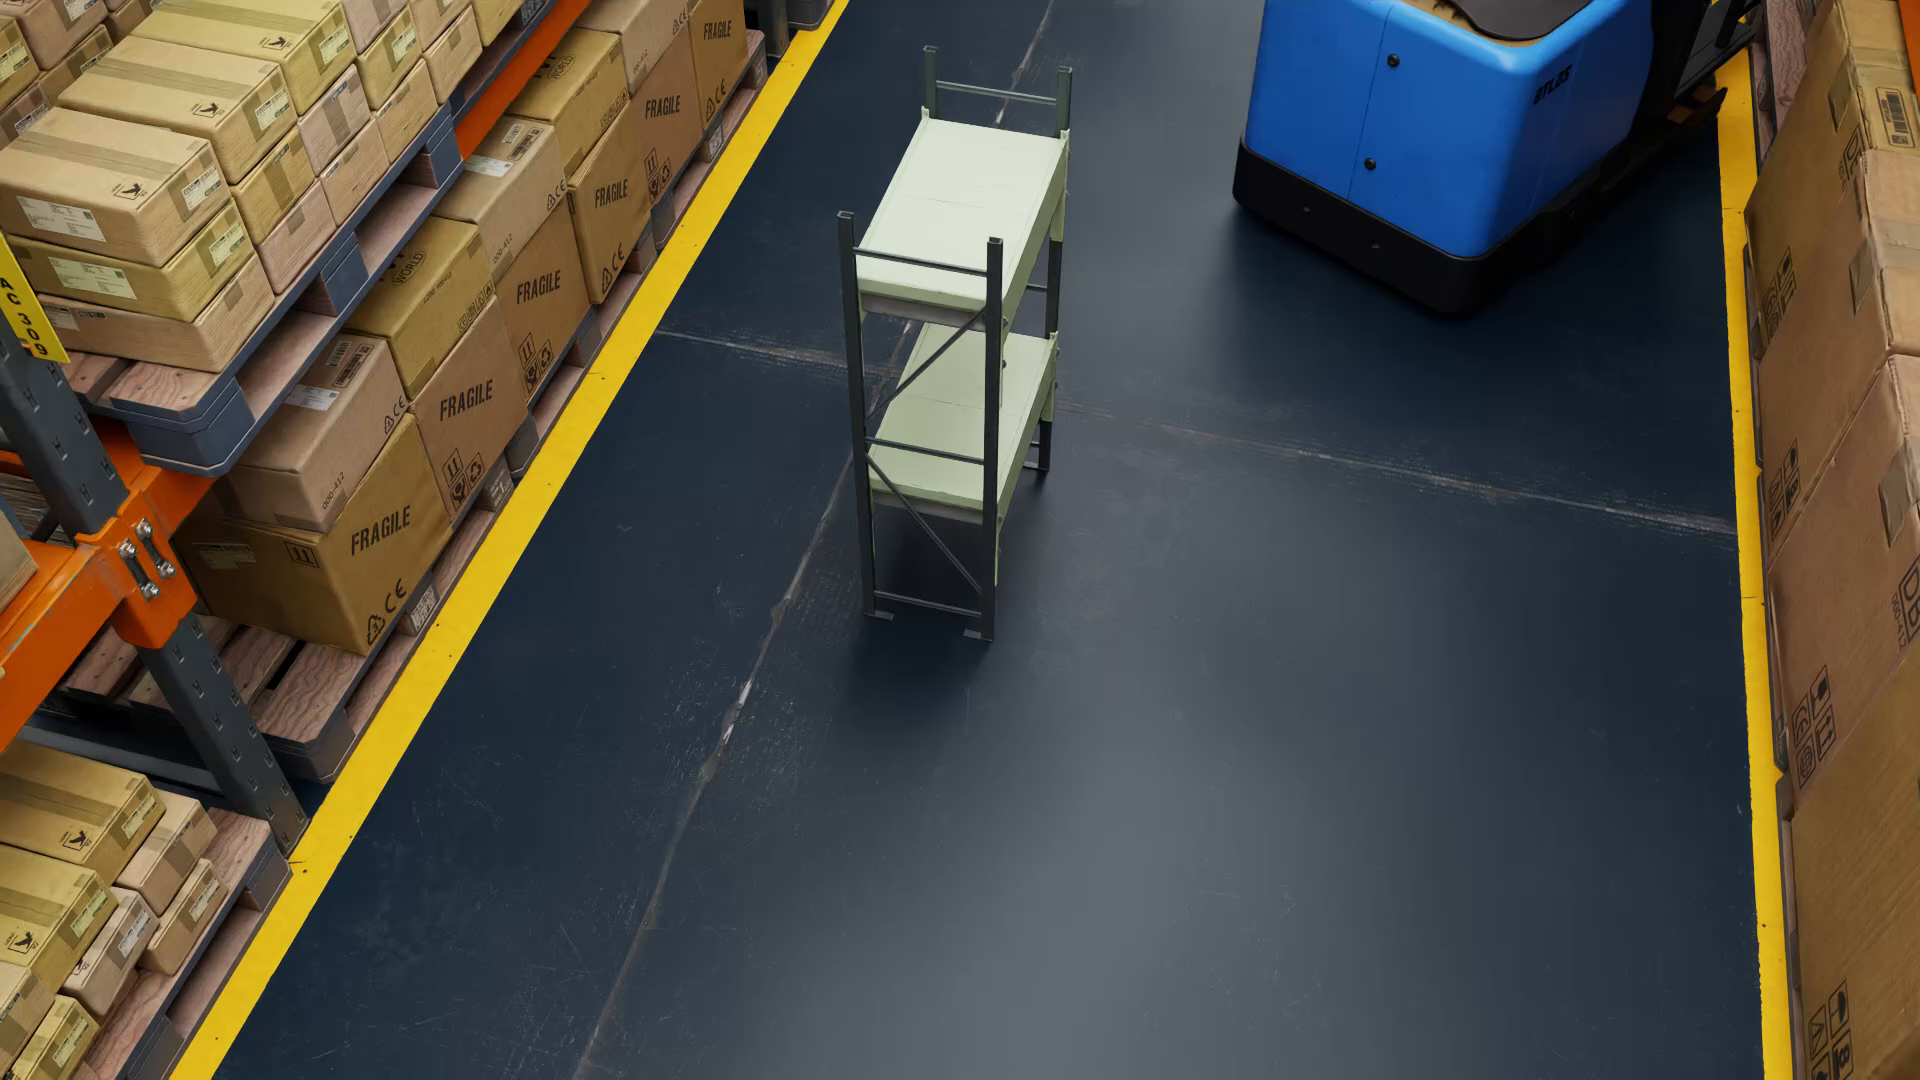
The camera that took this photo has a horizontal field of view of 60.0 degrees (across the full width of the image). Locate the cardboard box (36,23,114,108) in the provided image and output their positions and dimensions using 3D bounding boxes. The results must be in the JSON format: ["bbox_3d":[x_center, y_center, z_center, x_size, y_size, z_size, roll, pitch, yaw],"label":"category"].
[{"bbox_3d":[-2.229,-1.122,3.929,0.380,0.149,0.250,14,50,12],"label":"cardboard box"}]

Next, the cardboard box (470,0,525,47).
[{"bbox_3d":[-1.393,-1.467,4.432,0.380,0.149,0.250,11,49,9],"label":"cardboard box"}]

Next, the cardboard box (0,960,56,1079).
[{"bbox_3d":[-2.209,1.019,3.575,0.380,0.149,0.250,11,50,10],"label":"cardboard box"}]

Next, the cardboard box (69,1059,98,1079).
[{"bbox_3d":[-2.210,1.259,3.759,0.380,0.149,0.250,10,49,9],"label":"cardboard box"}]

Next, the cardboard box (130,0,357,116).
[{"bbox_3d":[-1.594,-1.106,3.716,0.380,0.149,0.250,12,50,10],"label":"cardboard box"}]

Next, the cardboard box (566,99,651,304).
[{"bbox_3d":[-1.411,-1.188,5.685,0.500,0.500,0.500,10,49,8],"label":"cardboard box"}]

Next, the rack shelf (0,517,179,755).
[{"bbox_3d":[-2.806,1.413,2.482,1.077,0.370,4.000,12,50,10],"label":"rack shelf"}]

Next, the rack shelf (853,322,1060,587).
[{"bbox_3d":[0.002,-0.285,4.936,0.431,0.370,0.720,12,50,10],"label":"rack shelf"}]

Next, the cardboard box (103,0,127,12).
[{"bbox_3d":[-2.153,-1.424,3.997,0.380,0.149,0.250,11,50,10],"label":"cardboard box"}]

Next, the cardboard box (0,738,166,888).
[{"bbox_3d":[-2.122,0.645,3.905,0.380,0.149,0.250,13,50,11],"label":"cardboard box"}]

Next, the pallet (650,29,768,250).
[{"bbox_3d":[-1.434,-1.677,6.589,1.003,0.211,1.213,12,50,10],"label":"pallet"}]

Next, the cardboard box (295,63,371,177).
[{"bbox_3d":[-1.598,-0.995,3.816,0.380,0.149,0.250,13,50,11],"label":"cardboard box"}]

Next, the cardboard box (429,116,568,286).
[{"bbox_3d":[-1.554,-1.067,5.078,0.500,0.250,0.500,13,50,11],"label":"cardboard box"}]

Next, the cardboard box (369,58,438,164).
[{"bbox_3d":[-1.528,-1.085,4.094,0.380,0.149,0.250,12,50,10],"label":"cardboard box"}]

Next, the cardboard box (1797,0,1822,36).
[{"bbox_3d":[3.823,-2.324,6.674,0.700,0.500,0.500,8,49,7],"label":"cardboard box"}]

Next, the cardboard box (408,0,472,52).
[{"bbox_3d":[-1.461,-1.378,4.155,0.380,0.149,0.250,13,50,12],"label":"cardboard box"}]

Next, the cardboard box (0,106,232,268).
[{"bbox_3d":[-1.732,-0.718,3.374,0.380,0.149,0.250,14,50,12],"label":"cardboard box"}]

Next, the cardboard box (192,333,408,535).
[{"bbox_3d":[-1.830,-0.314,4.413,0.500,0.250,0.500,10,49,8],"label":"cardboard box"}]

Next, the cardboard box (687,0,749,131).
[{"bbox_3d":[-1.147,-1.949,6.357,0.500,0.500,0.500,11,50,10],"label":"cardboard box"}]

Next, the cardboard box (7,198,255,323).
[{"bbox_3d":[-1.732,-0.620,3.486,0.380,0.149,0.250,12,50,11],"label":"cardboard box"}]

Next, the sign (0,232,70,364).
[{"bbox_3d":[-1.754,-0.456,3.075,0.100,0.325,0.005,12,50,10],"label":"sign"}]

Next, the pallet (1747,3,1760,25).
[{"bbox_3d":[4.062,-2.635,7.435,1.003,0.211,1.213,12,50,10],"label":"pallet"}]

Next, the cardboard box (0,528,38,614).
[{"bbox_3d":[-2.129,0.064,3.360,0.380,0.149,0.250,11,50,10],"label":"cardboard box"}]

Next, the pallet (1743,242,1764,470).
[{"bbox_3d":[3.252,-0.635,5.669,1.003,0.211,1.213,12,50,10],"label":"pallet"}]

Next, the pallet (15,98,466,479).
[{"bbox_3d":[-1.938,-0.732,4.023,1.003,0.211,1.213,12,50,10],"label":"pallet"}]

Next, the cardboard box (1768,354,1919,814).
[{"bbox_3d":[2.863,0.231,4.182,1.225,0.875,0.875,10,49,9],"label":"cardboard box"}]

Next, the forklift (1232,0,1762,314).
[{"bbox_3d":[2.424,-2.772,5.741,1.130,2.935,3.031,36,58,28],"label":"forklift"}]

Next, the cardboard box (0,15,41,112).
[{"bbox_3d":[-2.292,-1.048,3.665,0.380,0.149,0.250,10,49,9],"label":"cardboard box"}]

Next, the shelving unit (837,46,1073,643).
[{"bbox_3d":[0.002,-0.501,4.692,0.431,1.500,0.755,12,50,10],"label":"shelving unit"}]

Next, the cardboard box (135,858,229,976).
[{"bbox_3d":[-2.054,0.884,4.091,0.380,0.149,0.250,12,50,11],"label":"cardboard box"}]

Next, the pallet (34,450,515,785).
[{"bbox_3d":[-2.076,0.088,5.032,1.003,0.211,1.213,12,50,10],"label":"pallet"}]

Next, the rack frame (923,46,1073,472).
[{"bbox_3d":[0.098,-0.766,4.926,0.400,1.500,0.023,12,50,10],"label":"rack frame"}]

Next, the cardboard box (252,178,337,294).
[{"bbox_3d":[-1.664,-0.723,3.775,0.380,0.149,0.250,12,50,11],"label":"cardboard box"}]

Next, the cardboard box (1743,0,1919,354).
[{"bbox_3d":[3.330,-1.054,5.316,1.225,0.875,0.875,9,49,8],"label":"cardboard box"}]

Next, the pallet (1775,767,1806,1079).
[{"bbox_3d":[2.610,1.130,4.112,1.003,0.211,1.213,12,50,10],"label":"pallet"}]

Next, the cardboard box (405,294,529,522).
[{"bbox_3d":[-1.691,-0.448,5.032,0.500,0.500,0.500,14,50,12],"label":"cardboard box"}]

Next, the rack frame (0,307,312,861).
[{"bbox_3d":[-2.279,-0.271,3.489,1.000,3.000,0.127,12,50,10],"label":"rack frame"}]

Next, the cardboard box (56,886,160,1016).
[{"bbox_3d":[-2.115,0.923,3.857,0.380,0.149,0.250,9,49,8],"label":"cardboard box"}]

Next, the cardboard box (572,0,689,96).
[{"bbox_3d":[-1.276,-1.811,5.735,0.500,0.250,0.500,12,50,11],"label":"cardboard box"}]
